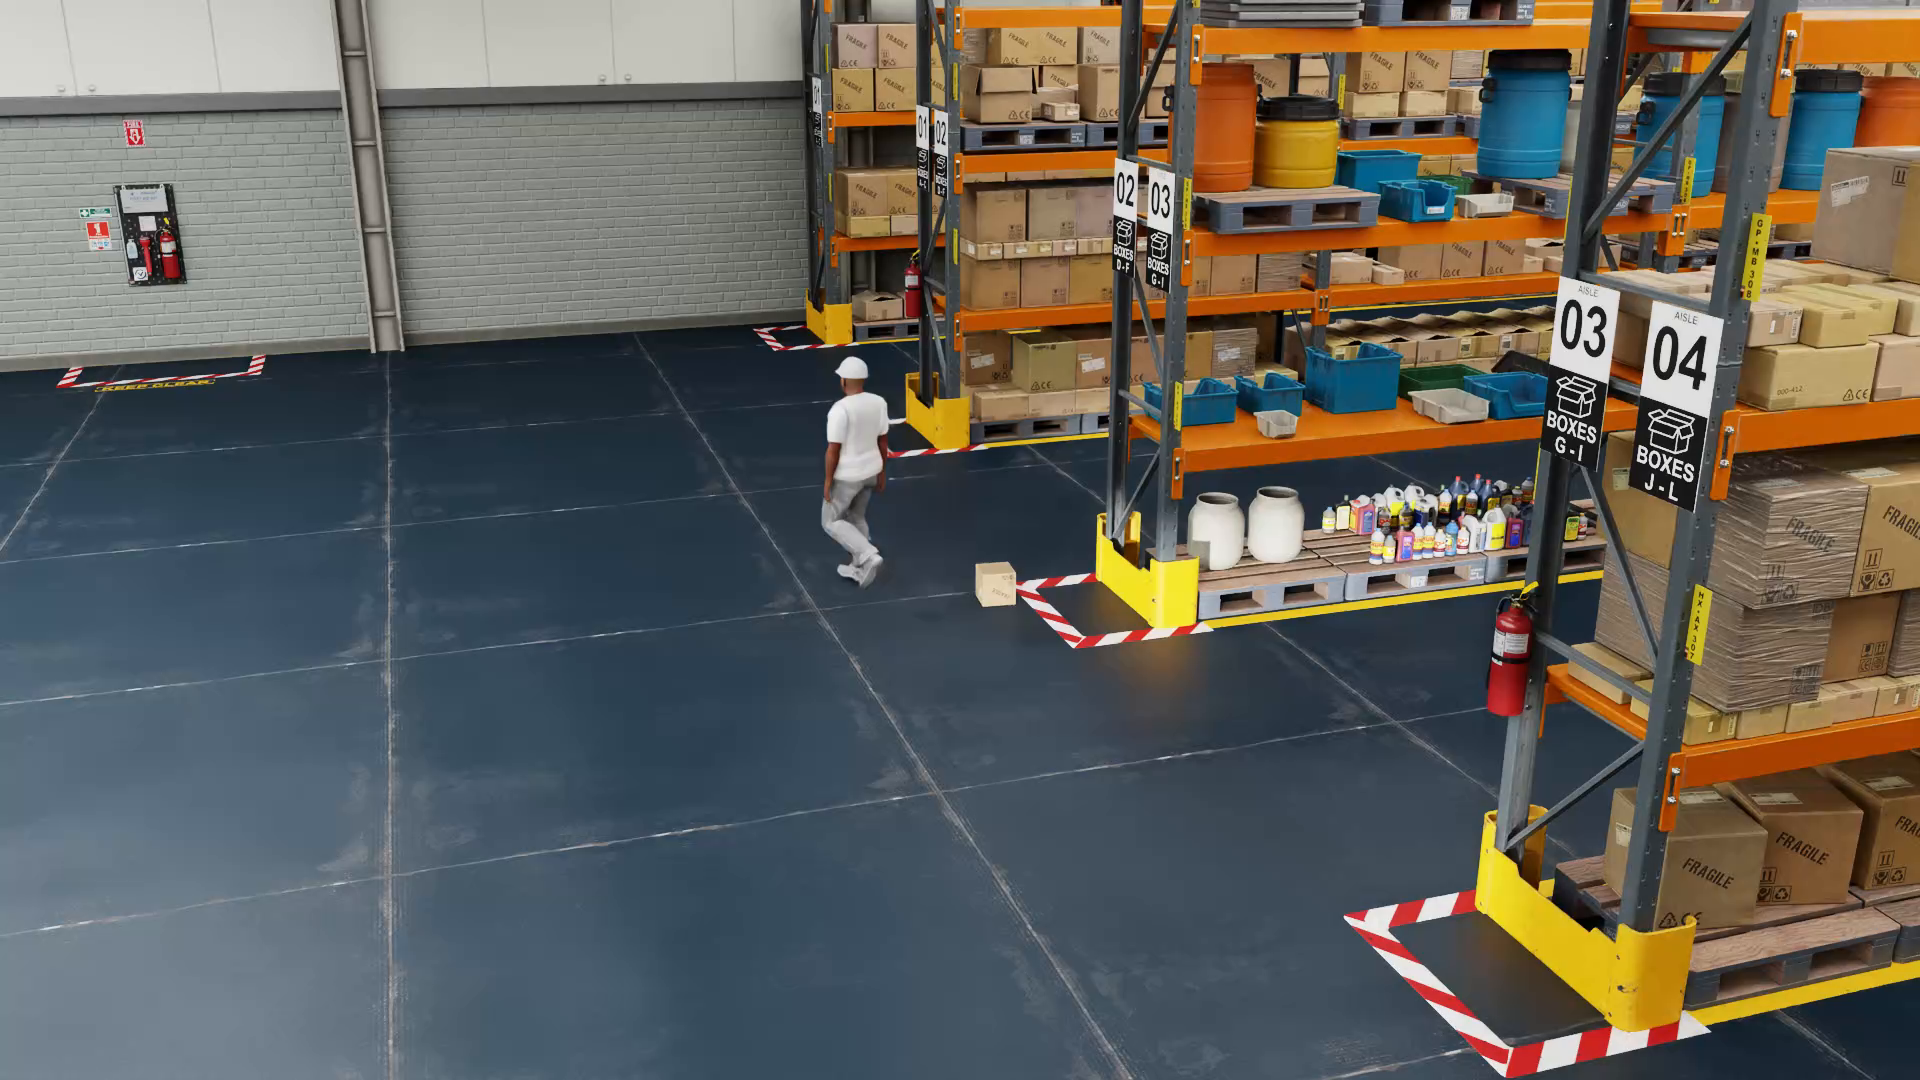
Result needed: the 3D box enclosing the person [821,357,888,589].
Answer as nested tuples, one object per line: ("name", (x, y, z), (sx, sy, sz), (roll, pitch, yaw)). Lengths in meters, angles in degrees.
("person", (-0.760, -0.491, 12.384), (0.614, 1.753, 0.579), (16, 24, 38))
